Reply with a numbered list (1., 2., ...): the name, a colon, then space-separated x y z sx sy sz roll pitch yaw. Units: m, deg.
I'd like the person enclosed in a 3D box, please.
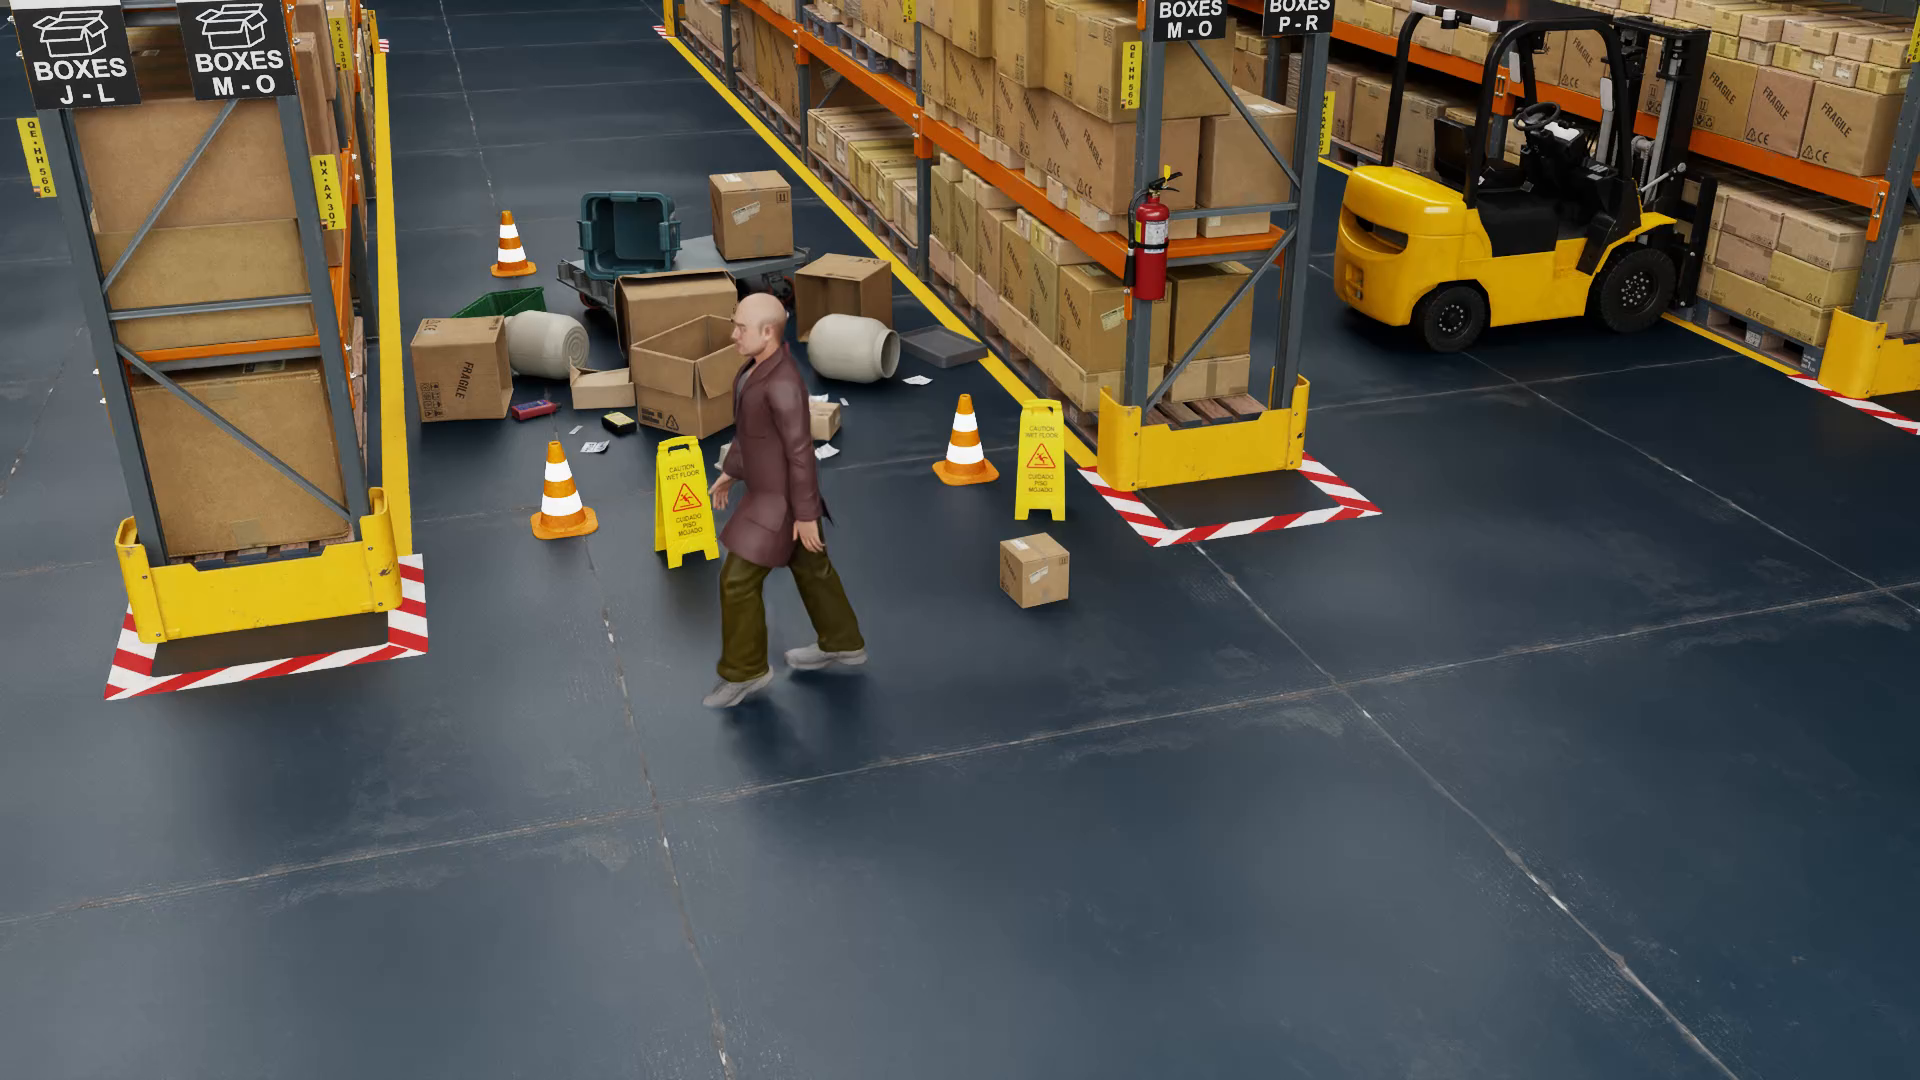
1. person: -0.776 -0.141 6.969 0.770 1.845 0.606 -5 26 -9
